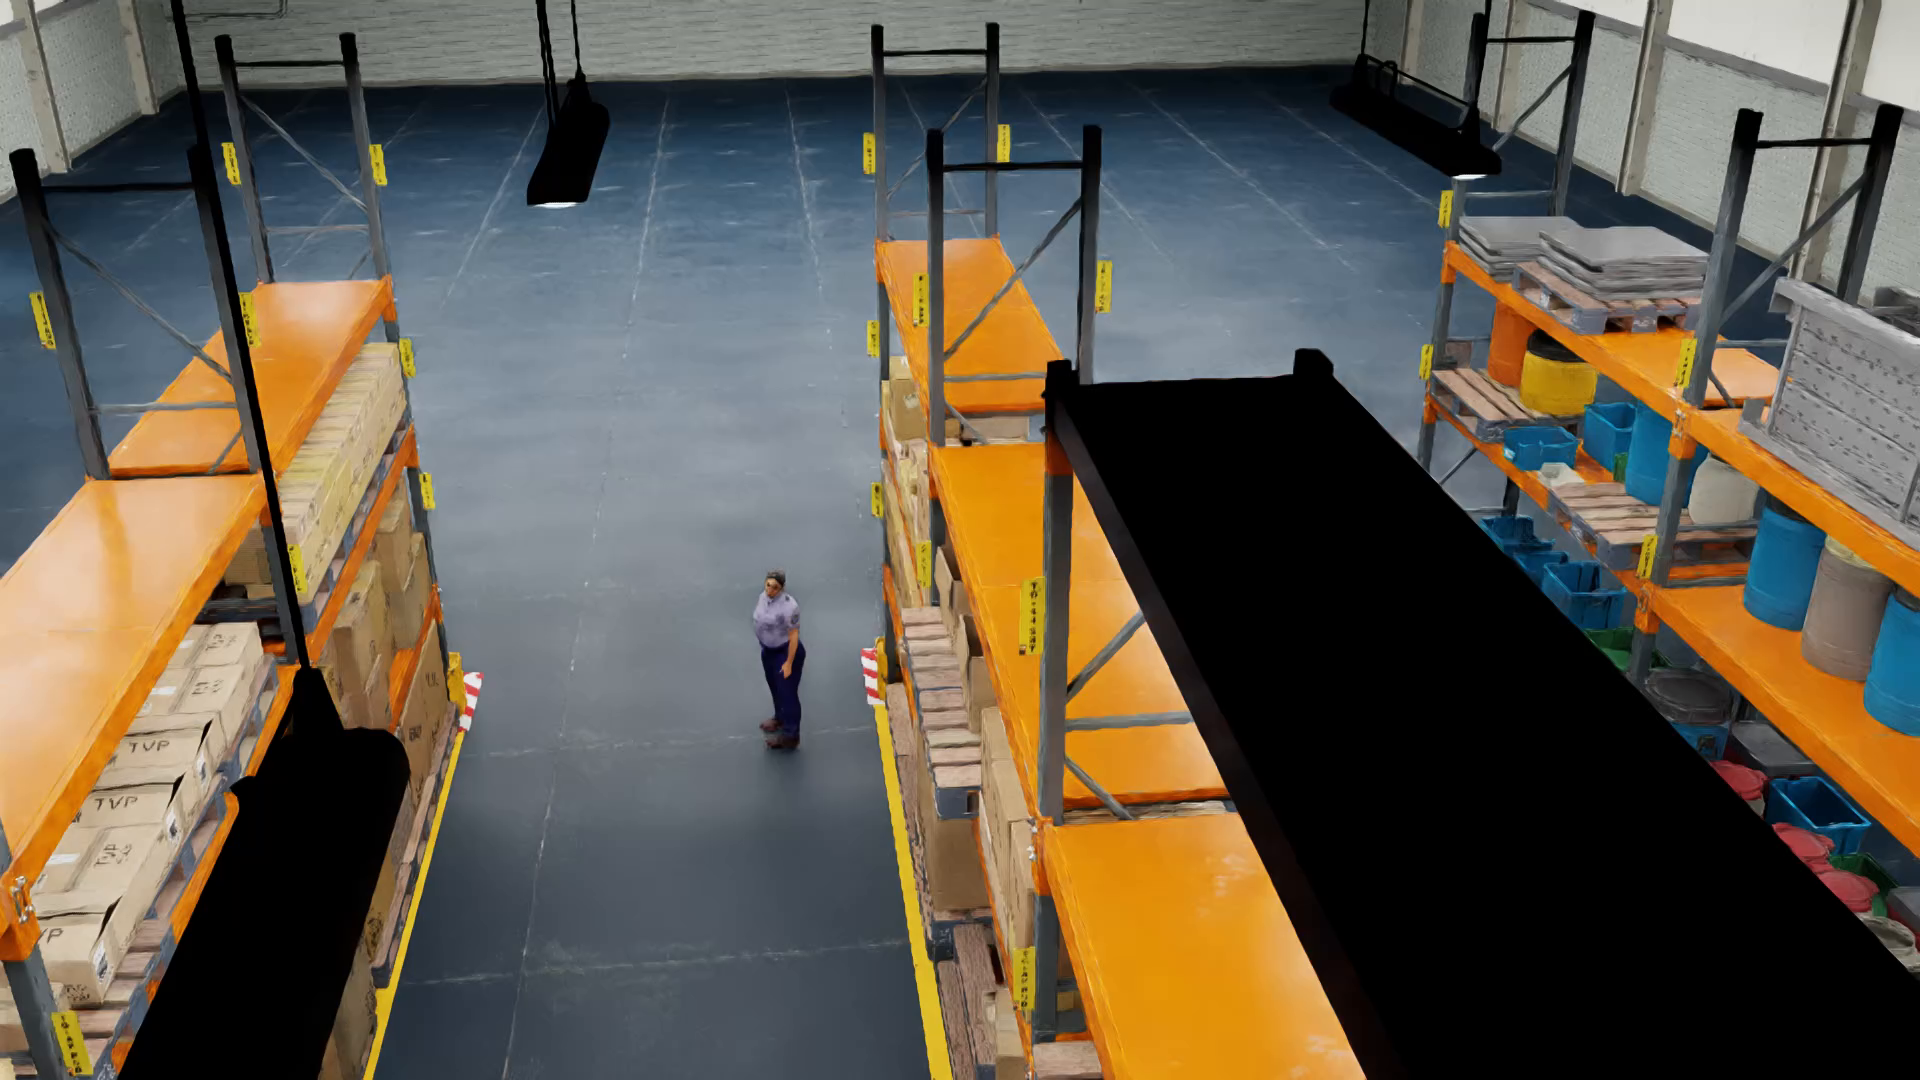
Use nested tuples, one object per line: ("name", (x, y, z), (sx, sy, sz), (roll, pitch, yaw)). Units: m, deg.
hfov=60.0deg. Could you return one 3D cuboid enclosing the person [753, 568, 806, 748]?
("person", (-1.594, 1.001, 14.469), (0.424, 1.651, 0.526), (-19, 31, -34))
